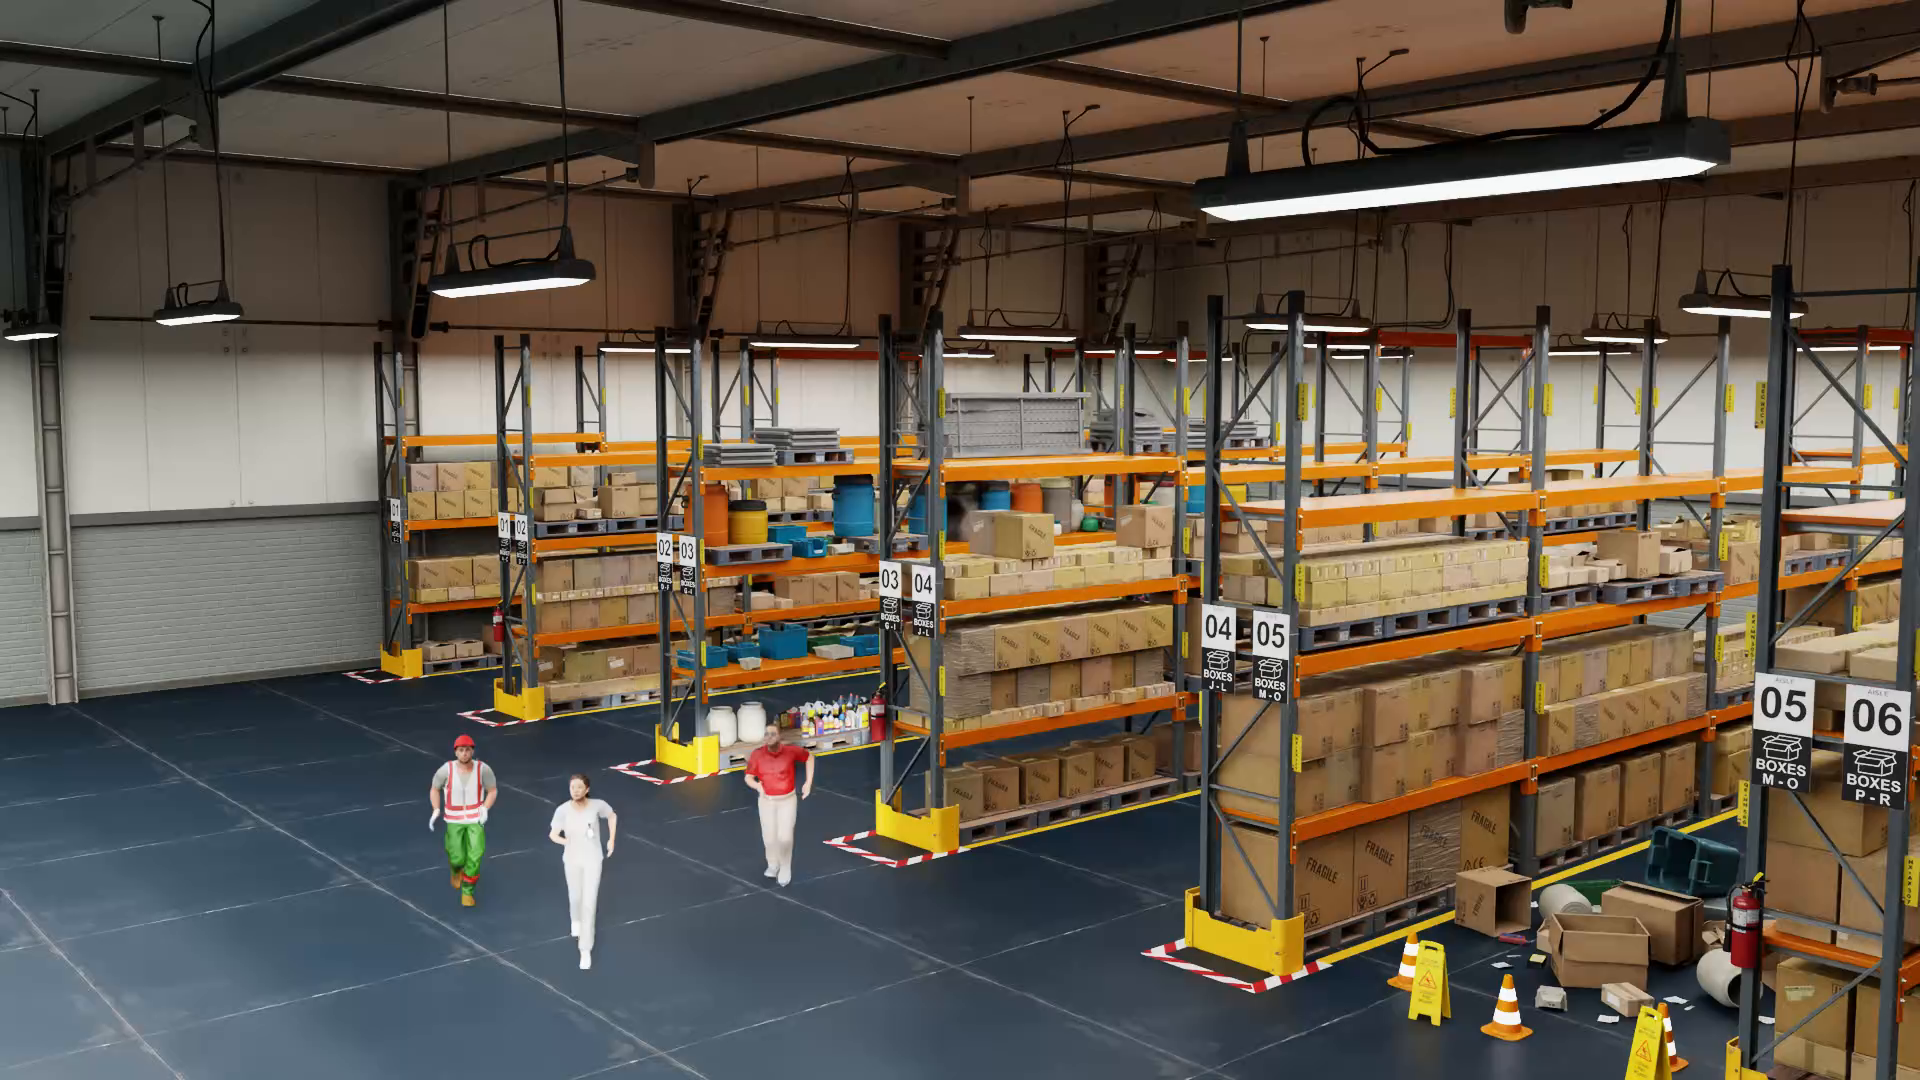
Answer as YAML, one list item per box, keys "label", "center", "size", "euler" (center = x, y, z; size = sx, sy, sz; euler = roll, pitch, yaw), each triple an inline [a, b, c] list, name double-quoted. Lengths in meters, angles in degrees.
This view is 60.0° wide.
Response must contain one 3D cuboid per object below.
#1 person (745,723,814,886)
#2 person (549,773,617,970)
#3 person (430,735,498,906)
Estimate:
- label: "person"
  center: [-1.883, 2.731, 17.234]
  size: [0.679, 1.685, 0.859]
  euler: [0, 5, 5]
- label: "person"
  center: [-3.435, 2.949, 15.202]
  size: [0.575, 1.695, 0.955]
  euler: [0, 5, -4]
- label: "person"
  center: [-4.945, 2.797, 16.588]
  size: [0.659, 1.733, 0.634]
  euler: [-2, 5, -18]
